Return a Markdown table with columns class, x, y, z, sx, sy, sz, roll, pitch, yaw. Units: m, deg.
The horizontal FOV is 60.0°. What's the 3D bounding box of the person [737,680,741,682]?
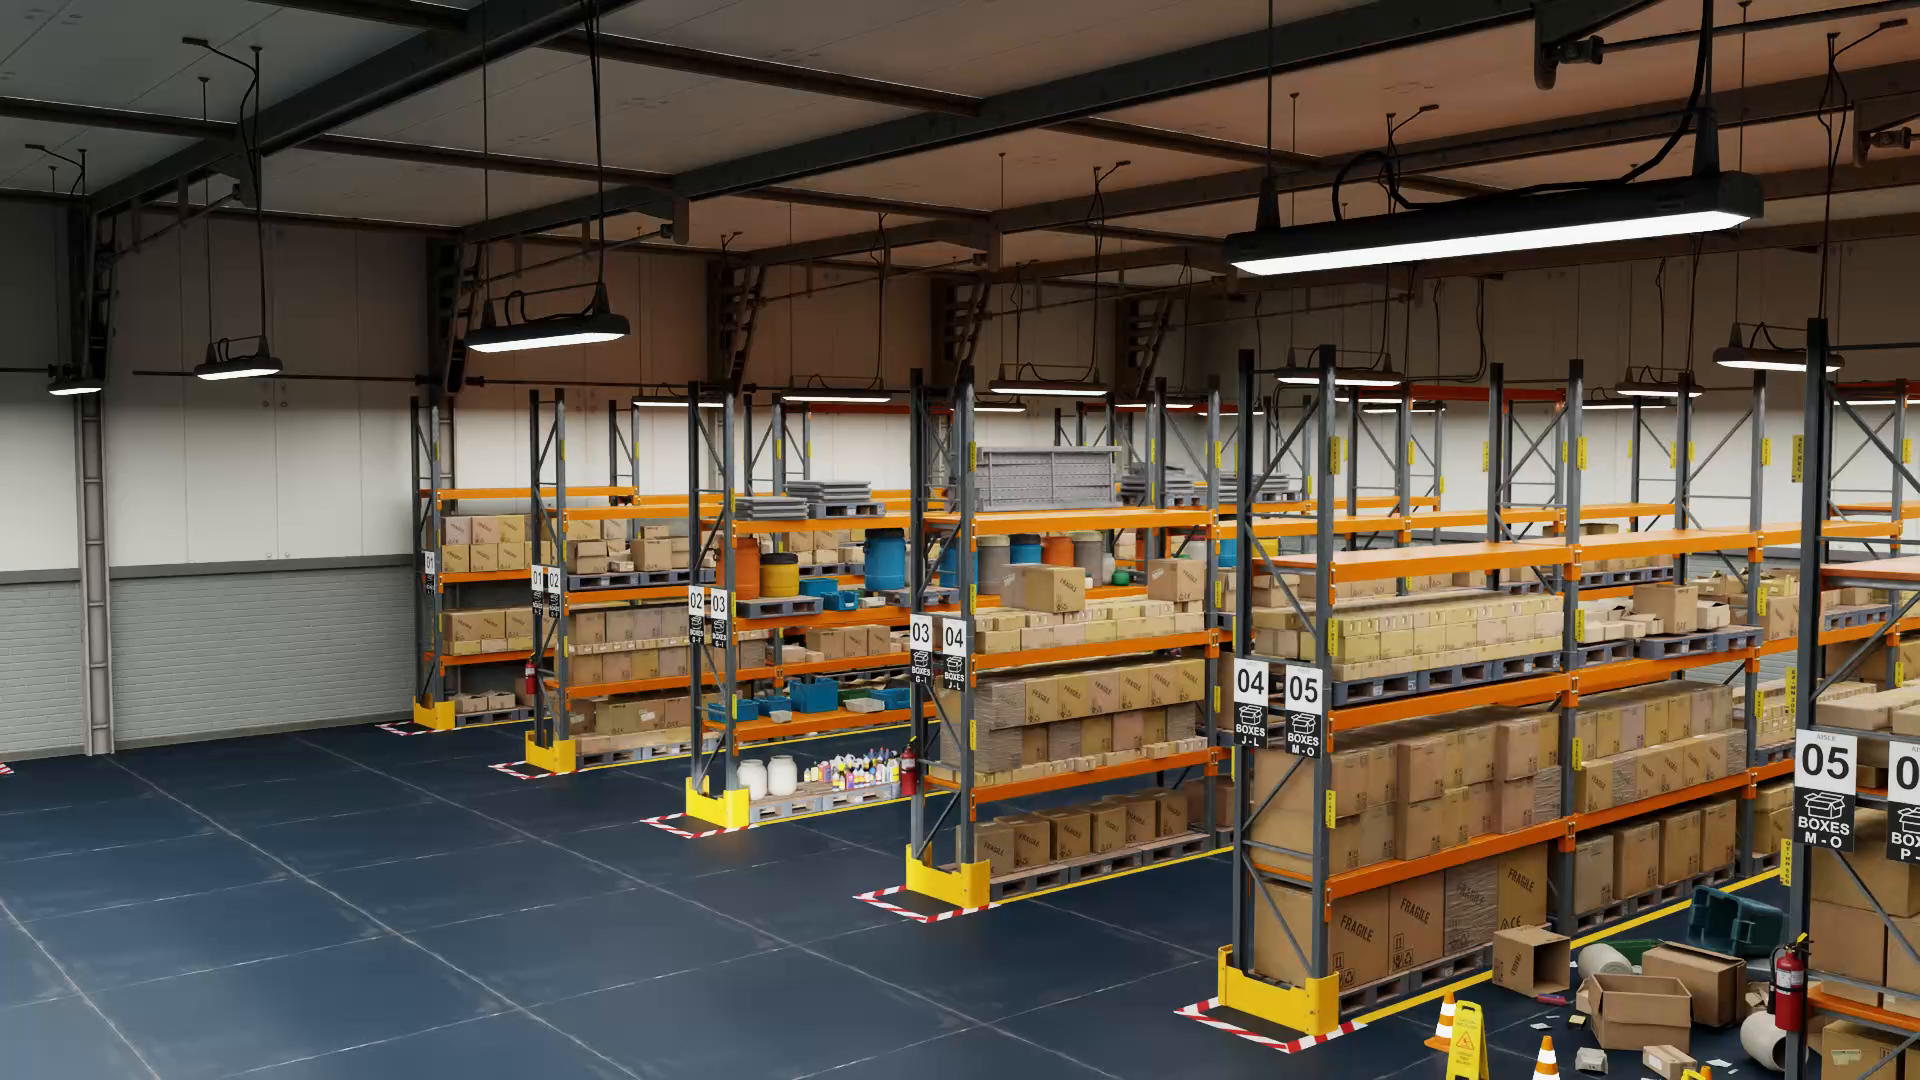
| class | x | y | z | sx | sy | sz | roll | pitch | yaw |
| --- | --- | --- | --- | --- | --- | --- | --- | --- | --- |
| person | -4.230 | 2.498 | 30.916 | 0.656 | 1.694 | 0.975 | 2 | 4 | 30 |
